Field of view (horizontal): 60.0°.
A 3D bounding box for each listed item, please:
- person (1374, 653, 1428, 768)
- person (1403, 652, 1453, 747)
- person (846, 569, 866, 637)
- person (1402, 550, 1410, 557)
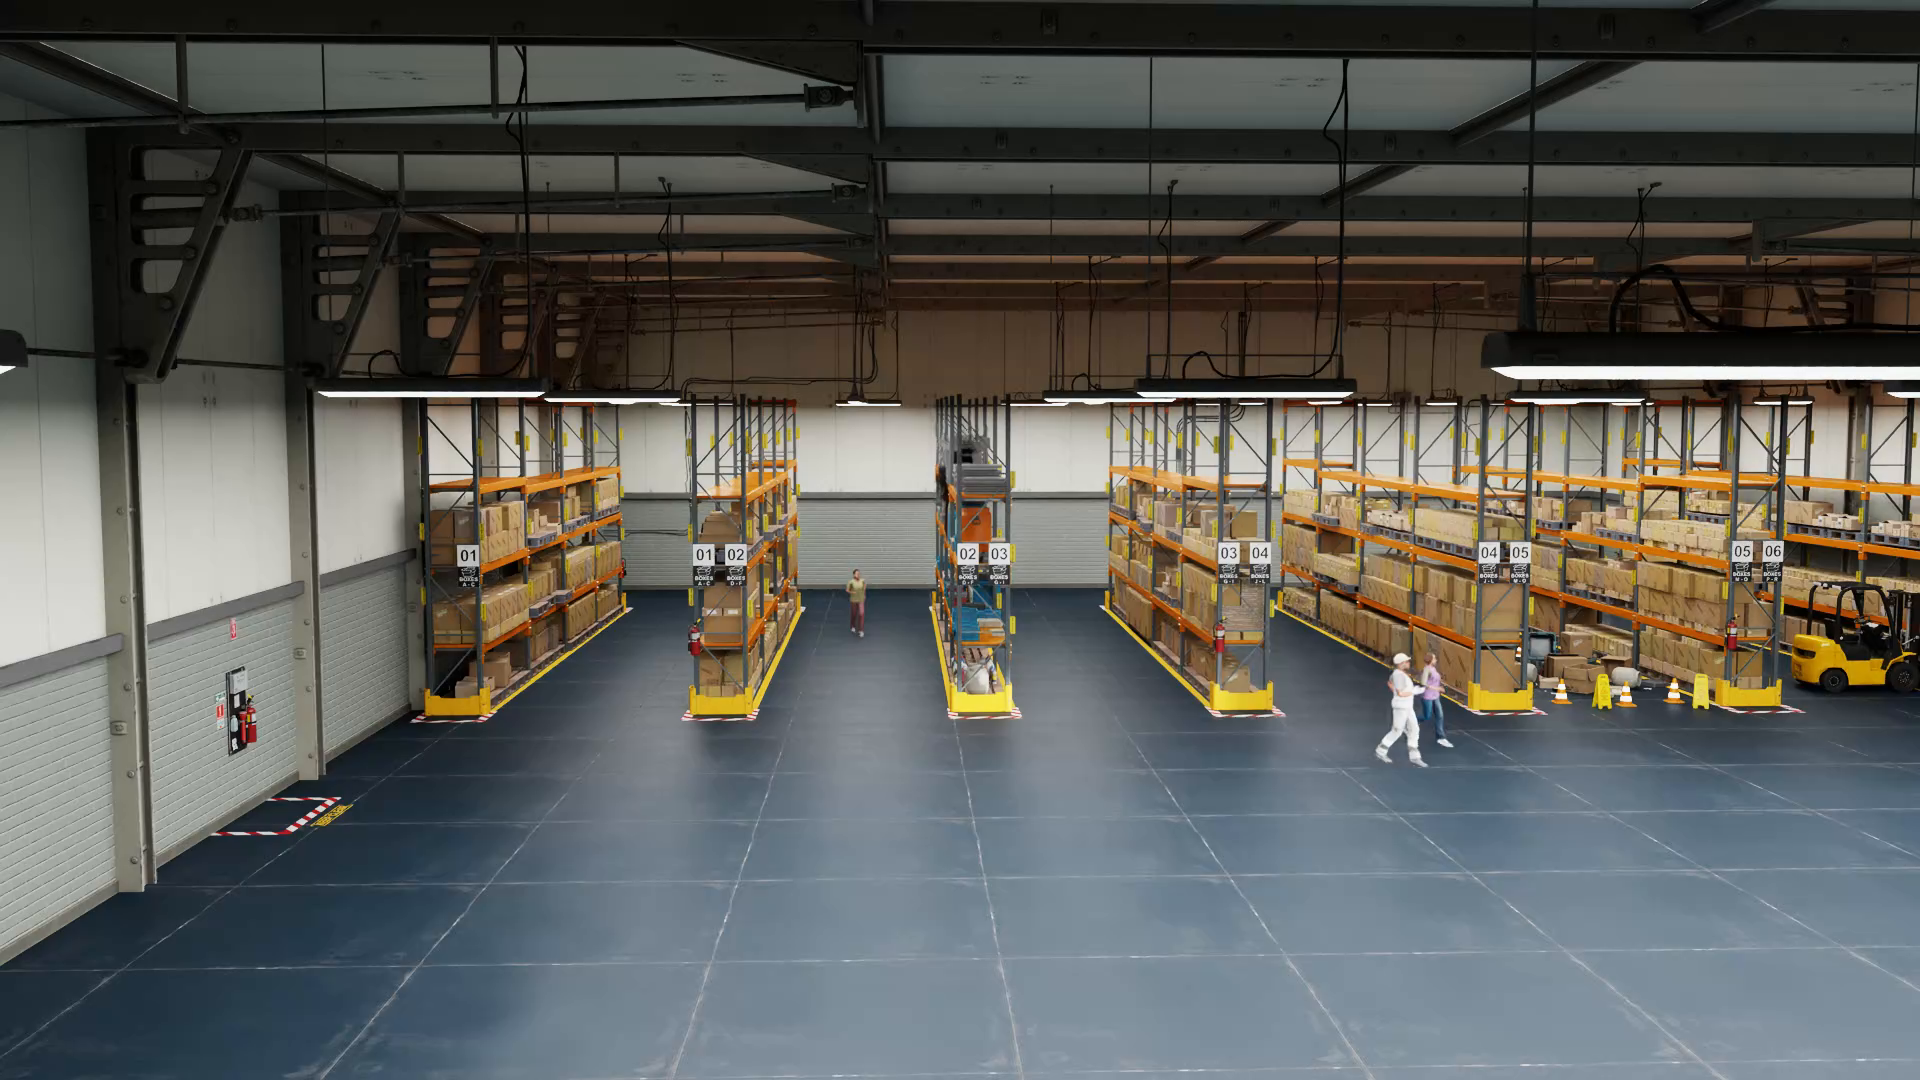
[{"bbox_3d":[7.070,2.715,26.566,0.812,1.819,0.639,2,5,25],"label":"person"},{"bbox_3d":[7.977,2.699,28.341,0.877,1.597,0.553,3,5,35],"label":"person"},{"bbox_3d":[-2.622,1.567,42.071,0.540,1.679,0.940,-1,5,-12],"label":"person"},{"bbox_3d":[13.239,1.024,49.313,0.598,1.653,0.638,1,5,10],"label":"person"}]
